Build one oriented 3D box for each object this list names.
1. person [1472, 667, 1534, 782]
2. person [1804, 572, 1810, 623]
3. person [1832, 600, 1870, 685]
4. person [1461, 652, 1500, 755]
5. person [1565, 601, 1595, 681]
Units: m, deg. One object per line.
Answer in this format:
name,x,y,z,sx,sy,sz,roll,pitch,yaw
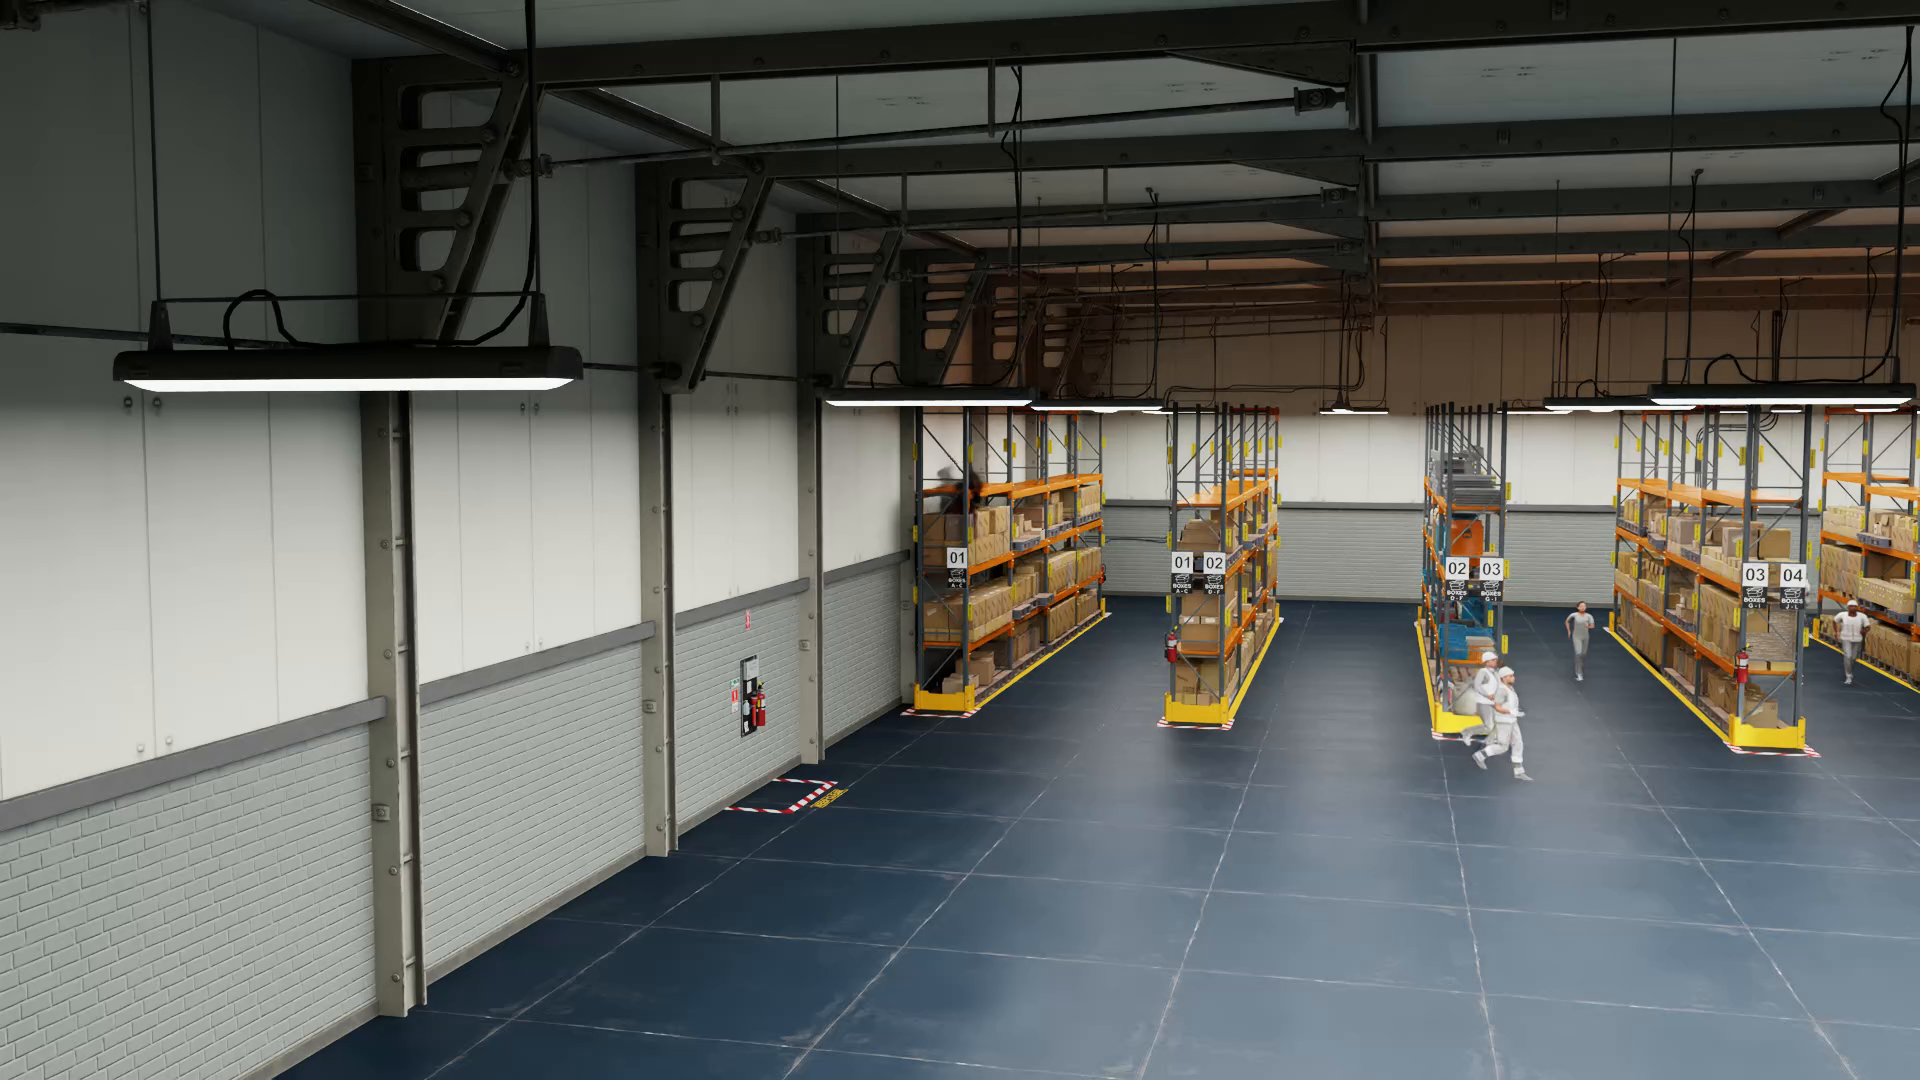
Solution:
person,8.599,2.893,26.272,0.956,1.789,0.656,3,5,37
person,22.478,1.604,44.480,0.585,1.670,0.760,0,4,4
person,19.260,2.182,35.908,0.691,1.789,0.895,1,4,16
person,8.973,2.768,28.438,0.671,1.729,0.665,-4,6,-45
person,13.584,2.186,36.413,0.541,1.715,0.830,0,4,3
